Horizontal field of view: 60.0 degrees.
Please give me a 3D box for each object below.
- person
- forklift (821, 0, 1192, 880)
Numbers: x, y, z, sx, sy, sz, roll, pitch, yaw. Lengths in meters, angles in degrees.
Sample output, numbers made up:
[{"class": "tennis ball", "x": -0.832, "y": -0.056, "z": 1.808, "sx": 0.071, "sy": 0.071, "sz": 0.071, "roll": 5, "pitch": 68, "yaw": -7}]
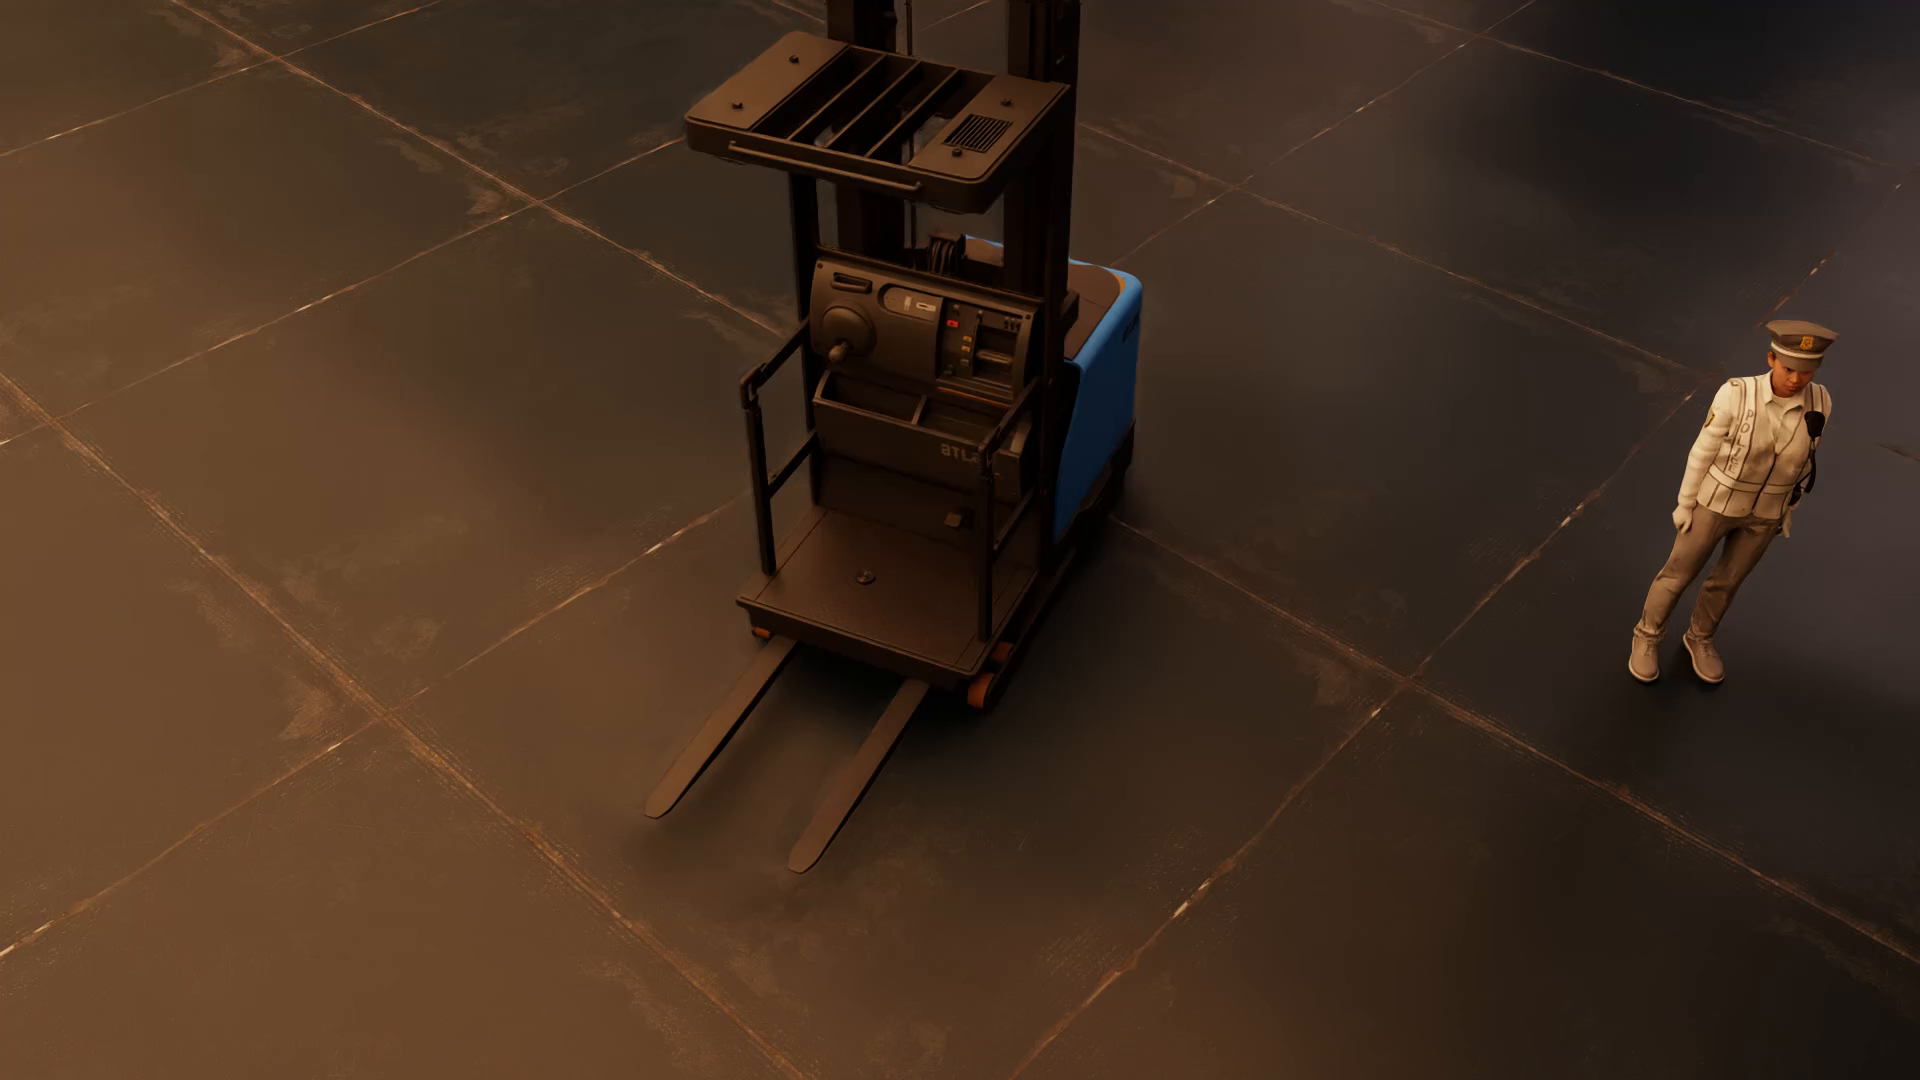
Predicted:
[{"class": "person", "x": 3.066, "y": -0.140, "z": 6.546, "sx": 0.464, "sy": 1.693, "sz": 0.352, "roll": 3, "pitch": 41, "yaw": 3}, {"class": "forklift", "x": 0.139, "y": -0.742, "z": 6.293, "sx": 1.130, "sy": 2.935, "sz": 3.031, "roll": -7, "pitch": 41, "yaw": -8}]
